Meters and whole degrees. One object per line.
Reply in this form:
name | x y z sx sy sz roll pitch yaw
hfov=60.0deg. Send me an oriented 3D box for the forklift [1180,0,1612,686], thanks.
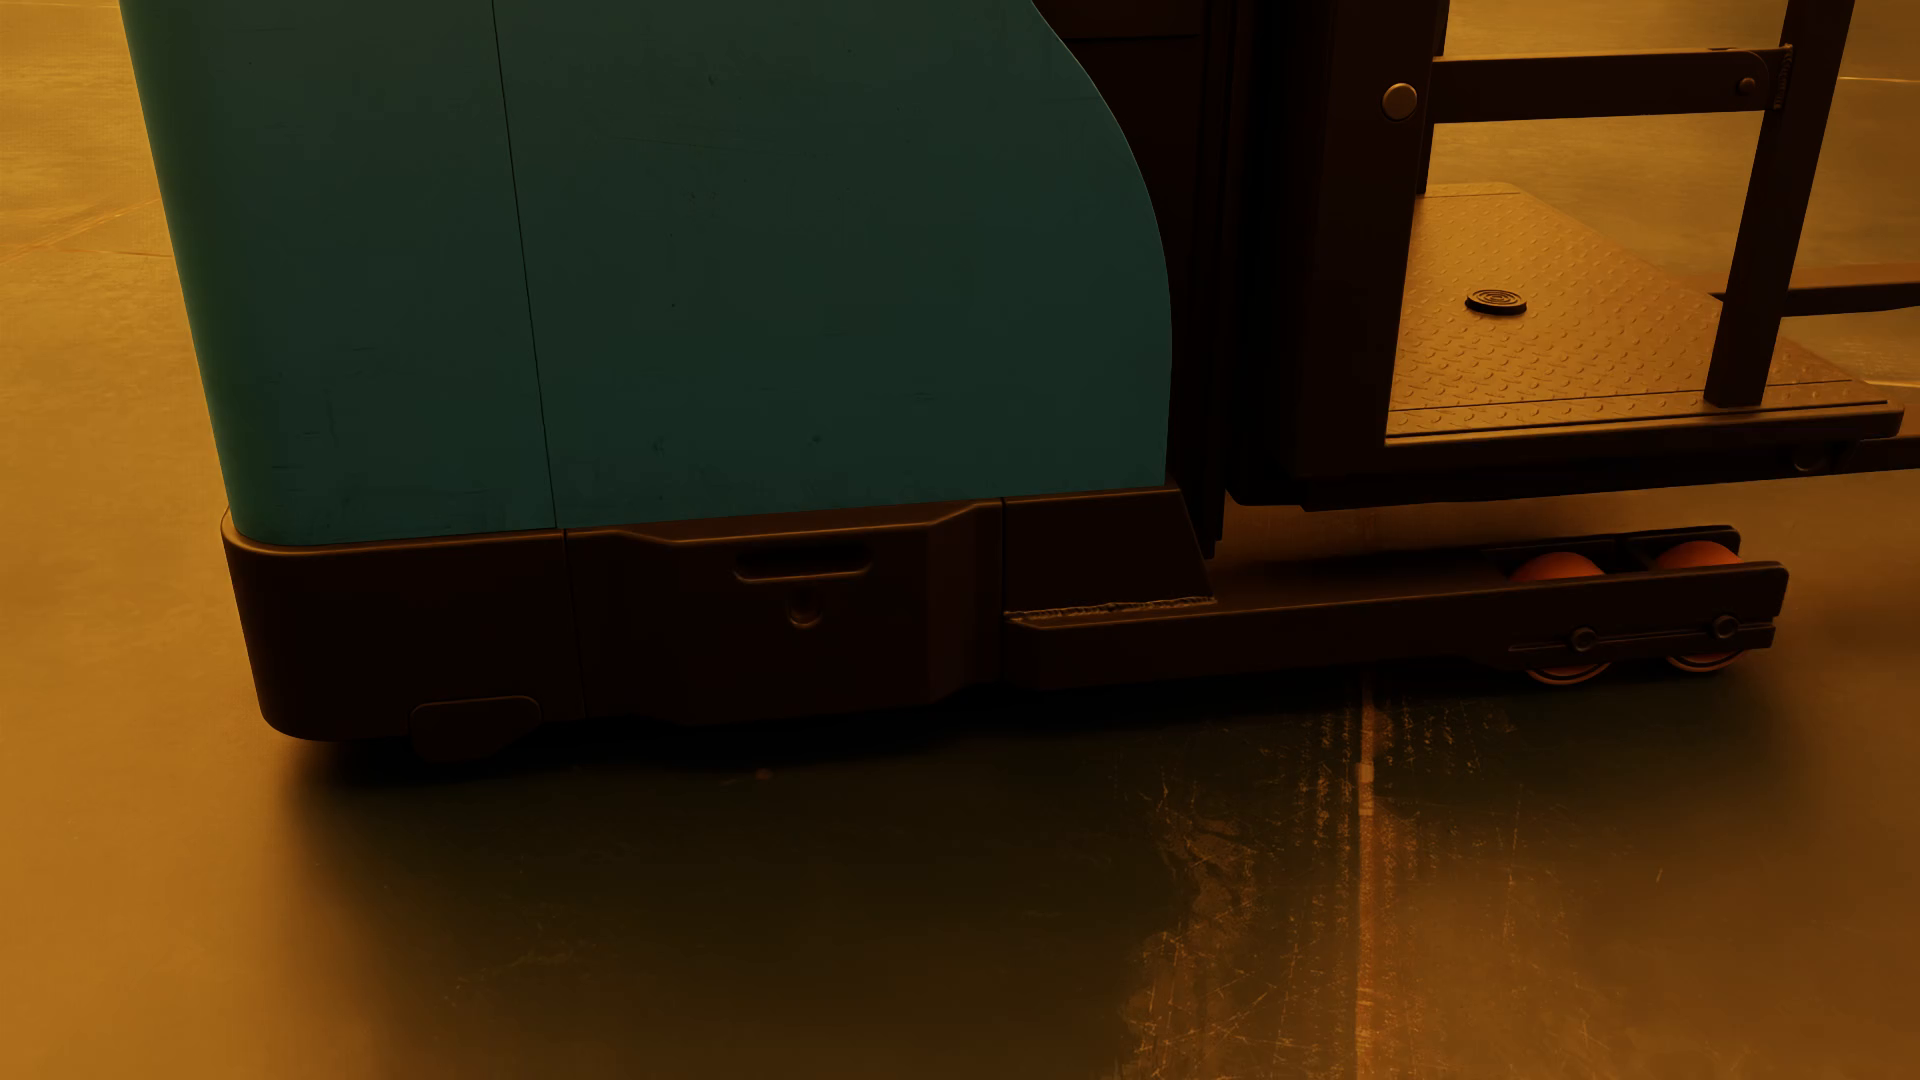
forklift | 0.601 -1.352 1.926 3.031 2.935 1.121 -4 27 -9
